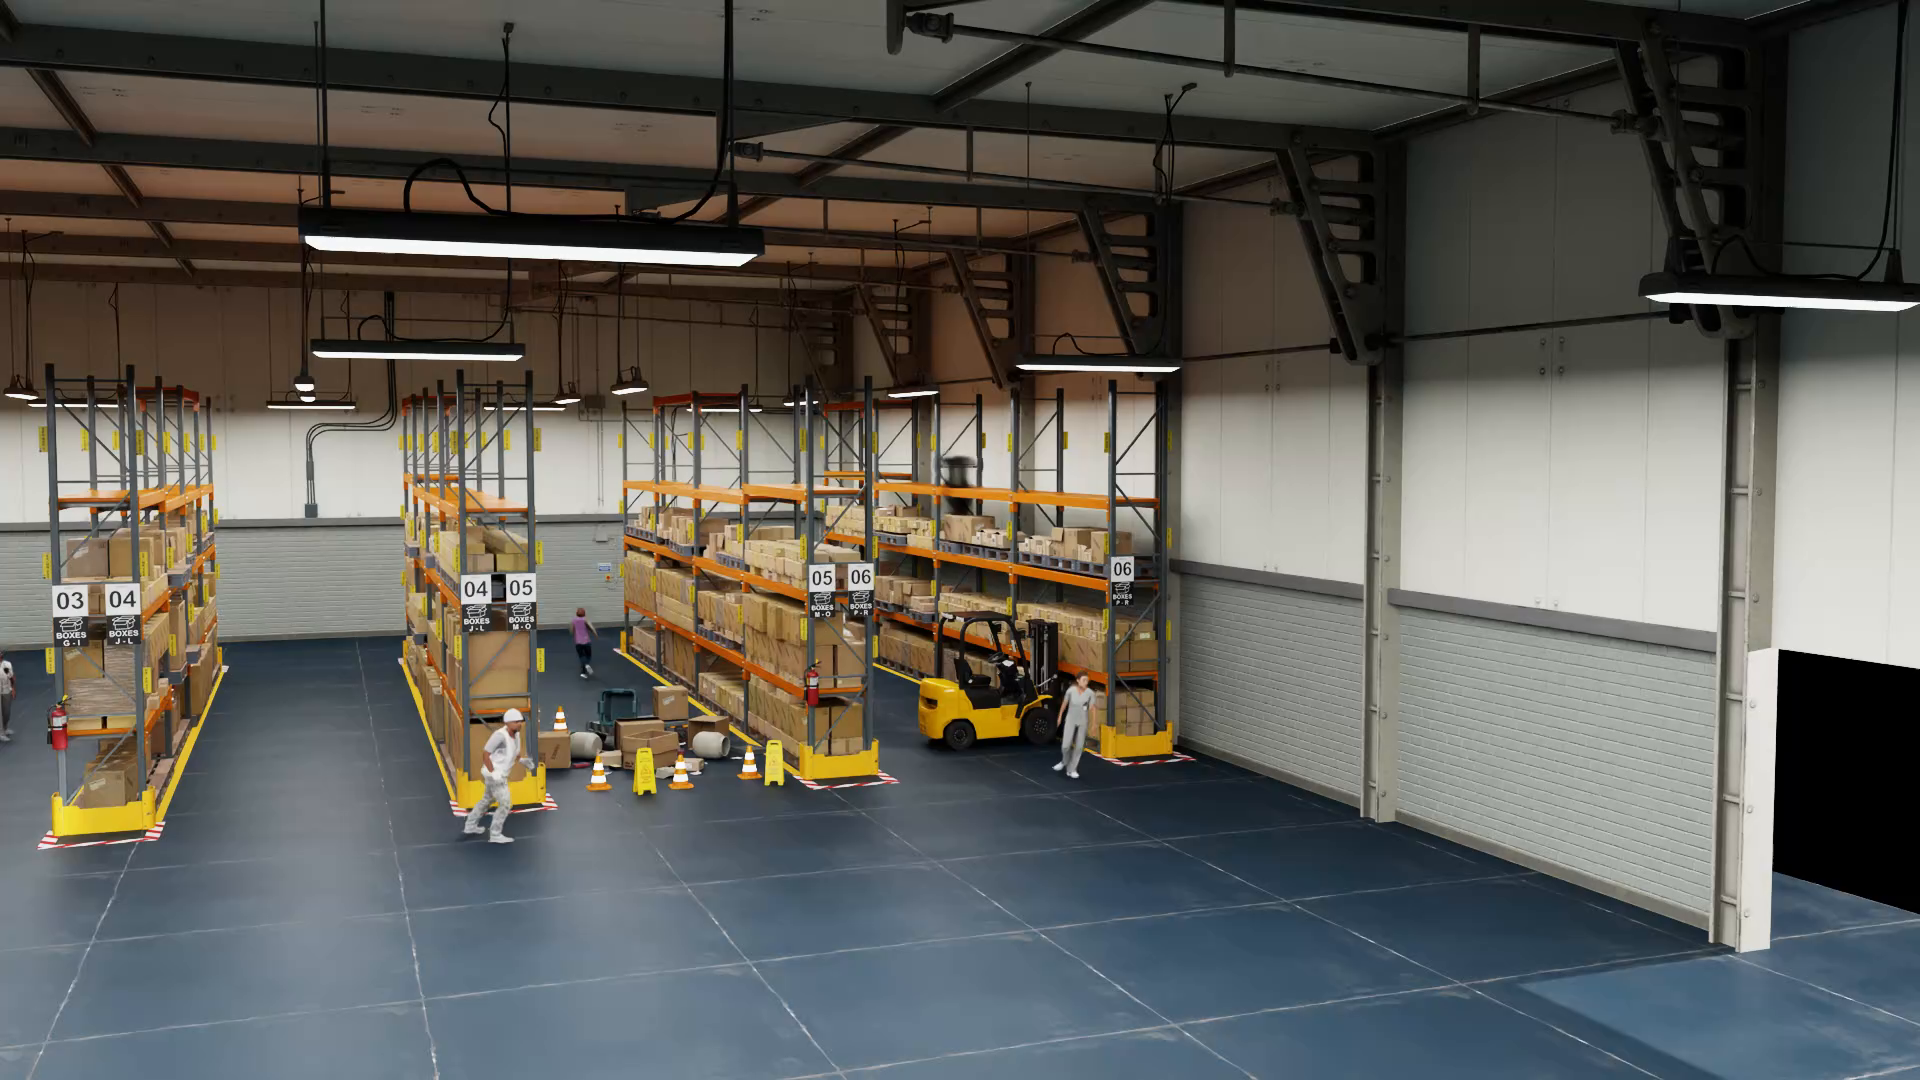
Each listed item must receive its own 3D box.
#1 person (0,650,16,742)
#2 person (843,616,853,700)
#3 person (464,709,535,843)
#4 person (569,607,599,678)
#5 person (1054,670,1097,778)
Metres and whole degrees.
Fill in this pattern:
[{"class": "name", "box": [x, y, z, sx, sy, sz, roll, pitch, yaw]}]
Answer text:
[{"class": "person", "box": [-16.208, 2.592, 28.067, 0.911, 1.543, 0.564, 3, 4, 42]}, {"class": "person", "box": [-2.315, 2.273, 31.640, 0.677, 1.747, 0.905, -1, 4, -24]}, {"class": "person", "box": [-5.807, 2.942, 20.839, 0.916, 1.697, 0.711, 0, 3, -1]}, {"class": "person", "box": [-8.009, 2.203, 35.380, 0.640, 1.519, 0.551, 0, 3, -4]}, {"class": "person", "box": [1.720, 2.739, 24.833, 0.613, 1.633, 0.527, 0, 3, -4]}]
